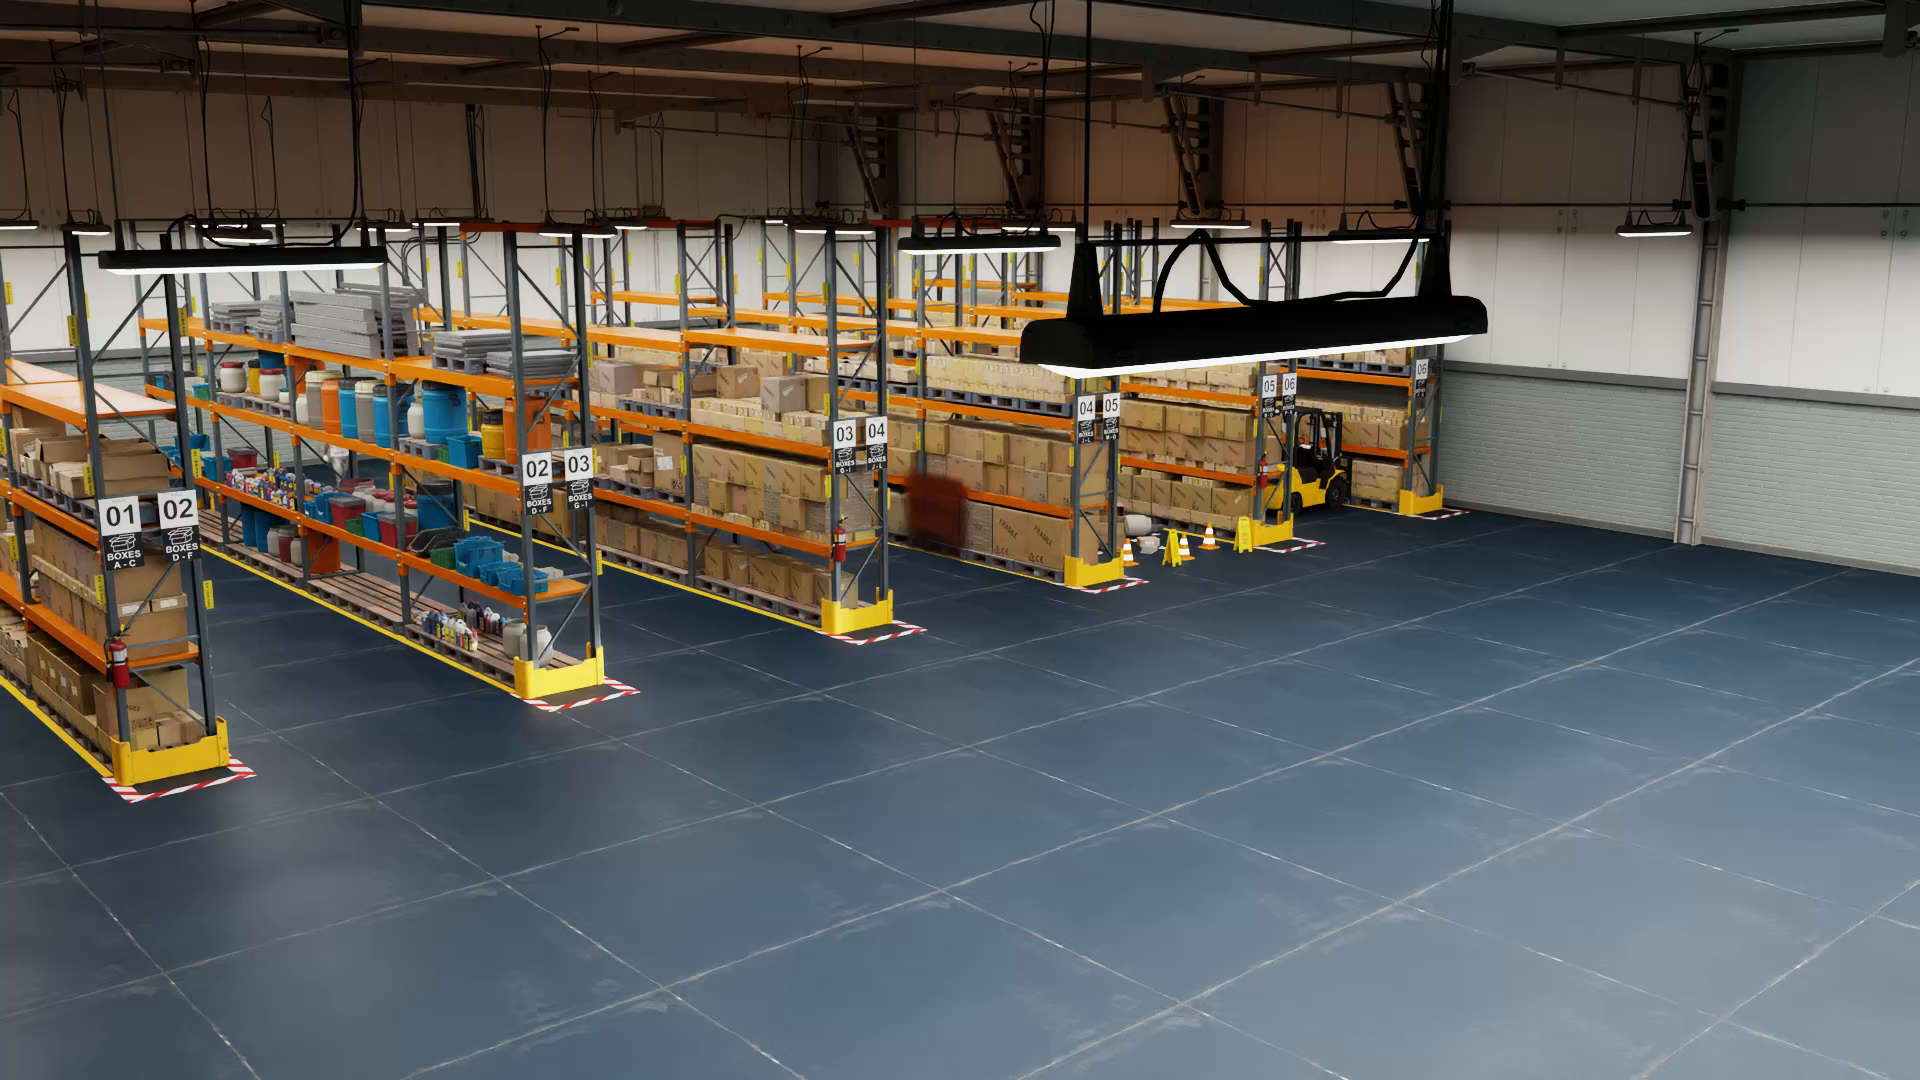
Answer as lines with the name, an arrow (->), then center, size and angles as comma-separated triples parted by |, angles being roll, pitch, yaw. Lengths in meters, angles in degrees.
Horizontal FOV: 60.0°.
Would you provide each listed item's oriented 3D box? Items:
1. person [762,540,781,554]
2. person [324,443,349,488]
person -> -3.286, -0.532, 29.308 | 0.633, 1.590, 0.696 | -9, 15, -39
person -> -13.582, -1.844, 36.482 | 0.655, 1.719, 1.039 | -9, 15, -39
